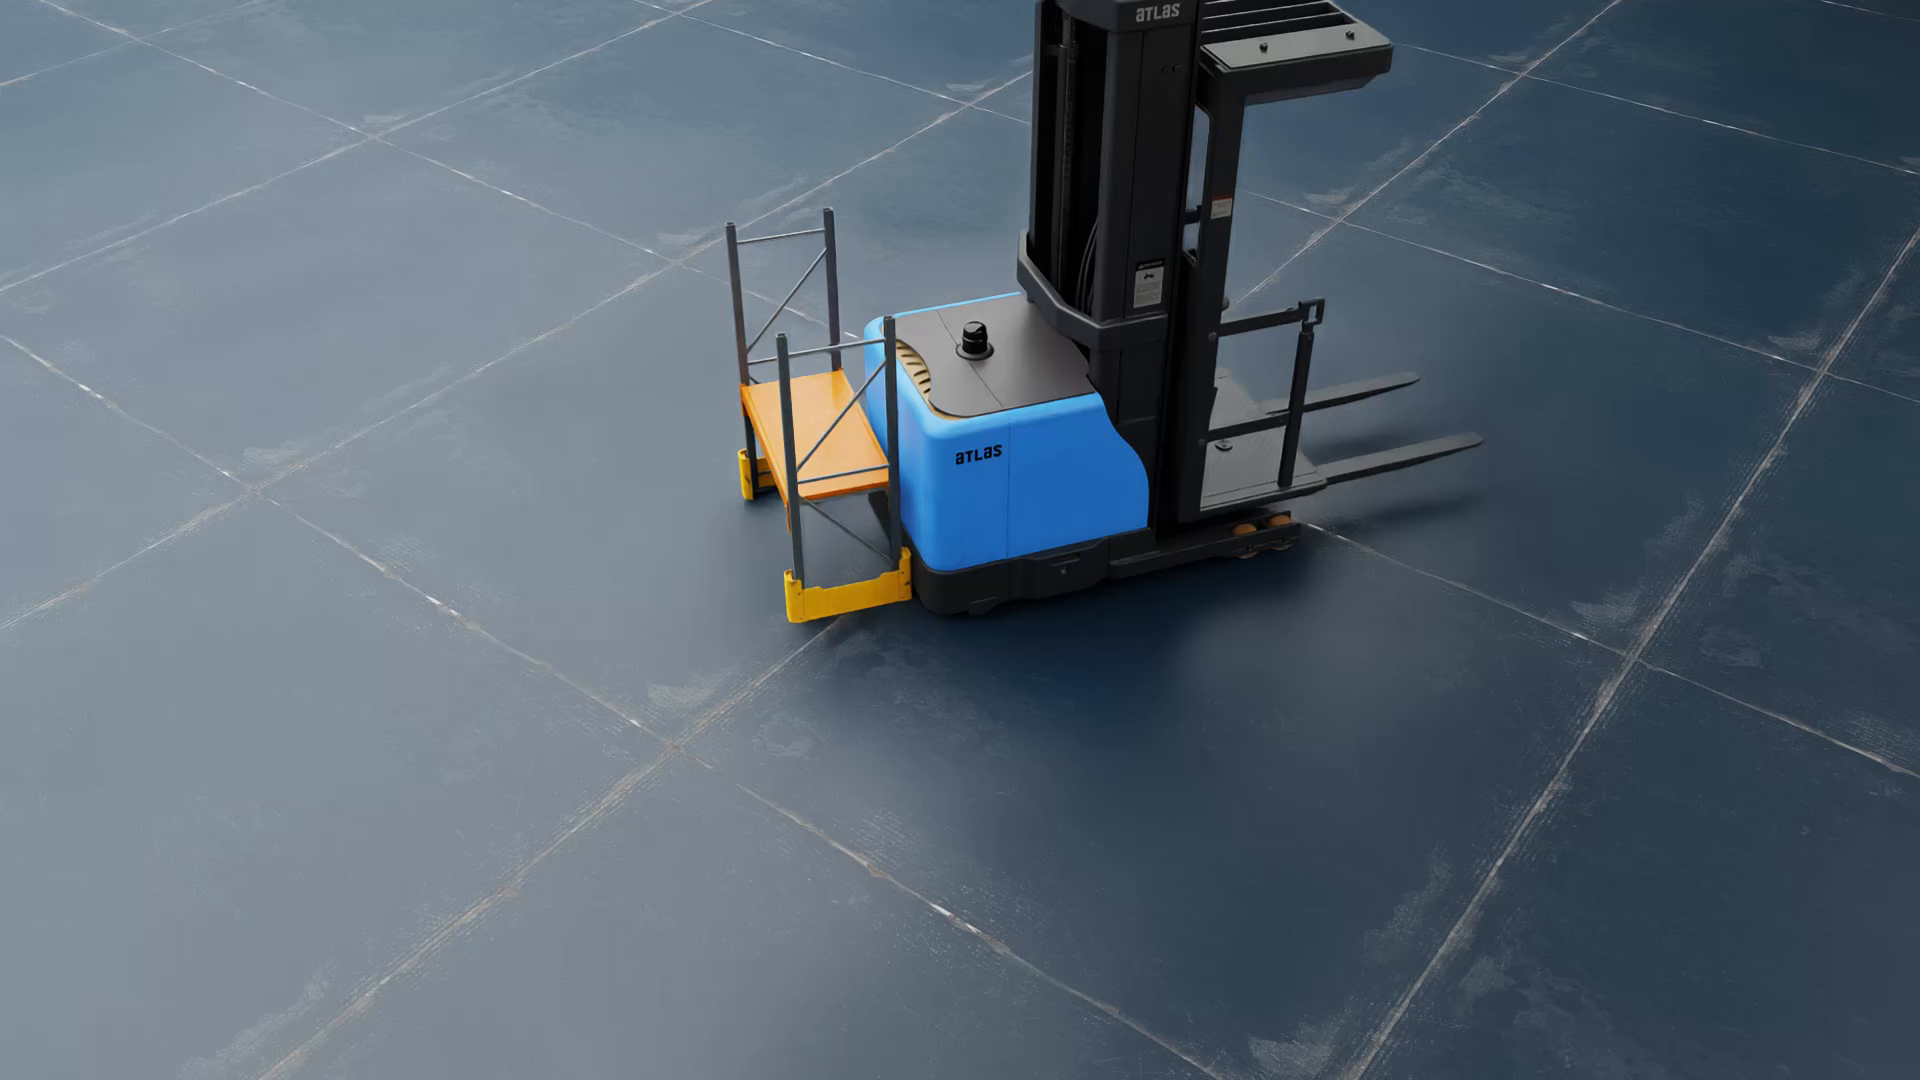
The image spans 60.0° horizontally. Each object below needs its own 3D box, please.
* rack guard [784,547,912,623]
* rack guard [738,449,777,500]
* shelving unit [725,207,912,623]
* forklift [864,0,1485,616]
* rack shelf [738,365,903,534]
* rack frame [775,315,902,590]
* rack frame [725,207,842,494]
[{"bbox_3d":[-0.509,0.207,7.643,0.587,0.250,0.087,-11,39,-14],"label":"rack guard"},{"bbox_3d":[-0.815,-0.377,8.389,0.587,0.250,0.087,-11,39,-14],"label":"rack guard"},{"bbox_3d":[-0.662,-0.577,7.631,0.587,1.500,1.083,-11,39,-14],"label":"shelving unit"},{"bbox_3d":[1.116,-1.359,7.470,3.031,2.935,1.130,-13,40,-15],"label":"forklift"},{"bbox_3d":[-0.665,-0.441,7.749,0.538,0.185,1.000,-11,39,-14],"label":"rack shelf"},{"bbox_3d":[-0.509,-0.284,7.257,0.500,1.500,0.032,-11,39,-14],"label":"rack frame"},{"bbox_3d":[-0.821,-0.880,8.019,0.500,1.500,0.032,-11,39,-14],"label":"rack frame"}]
